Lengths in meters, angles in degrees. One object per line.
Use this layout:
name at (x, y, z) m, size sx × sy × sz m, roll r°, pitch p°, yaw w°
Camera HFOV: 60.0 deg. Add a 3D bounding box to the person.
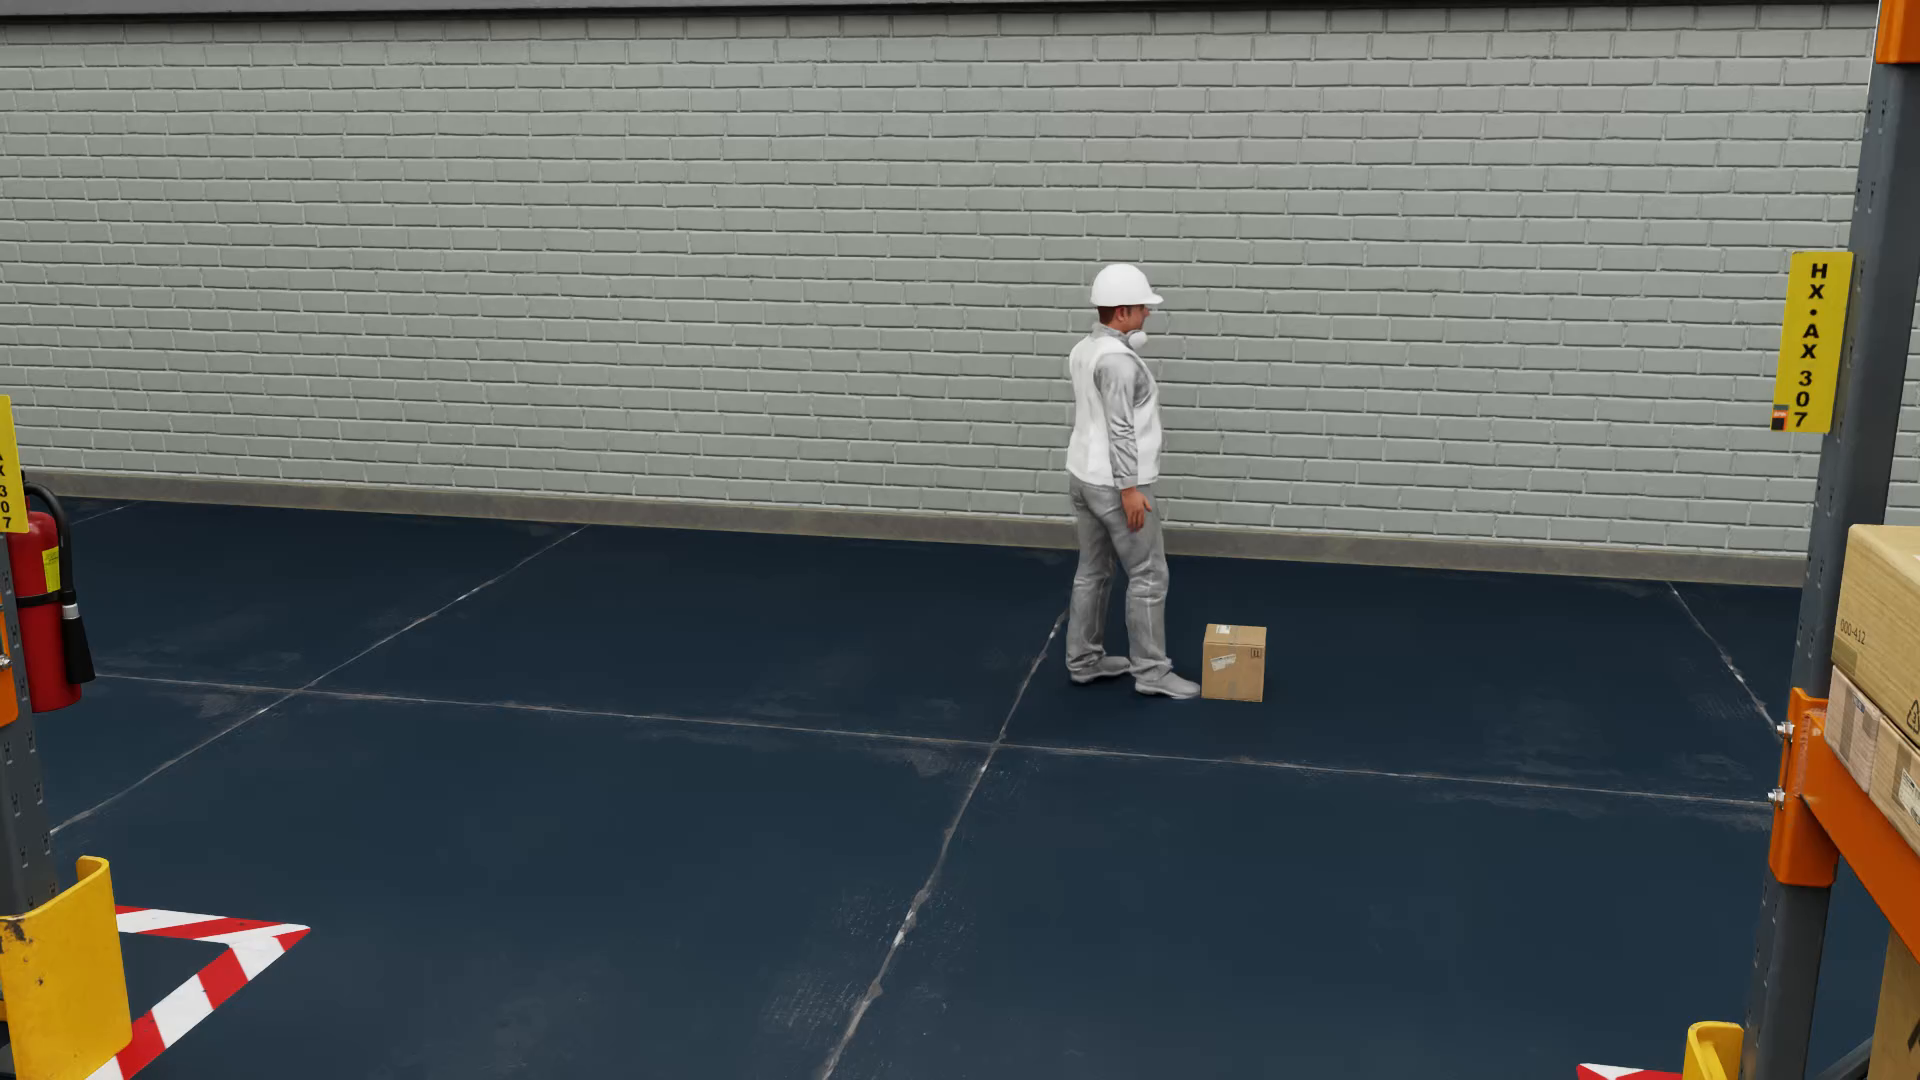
person at (0.717, -0.247, 6.915) m, size 0.529 × 1.791 × 0.571 m, roll -4°, pitch 15°, yaw -15°
